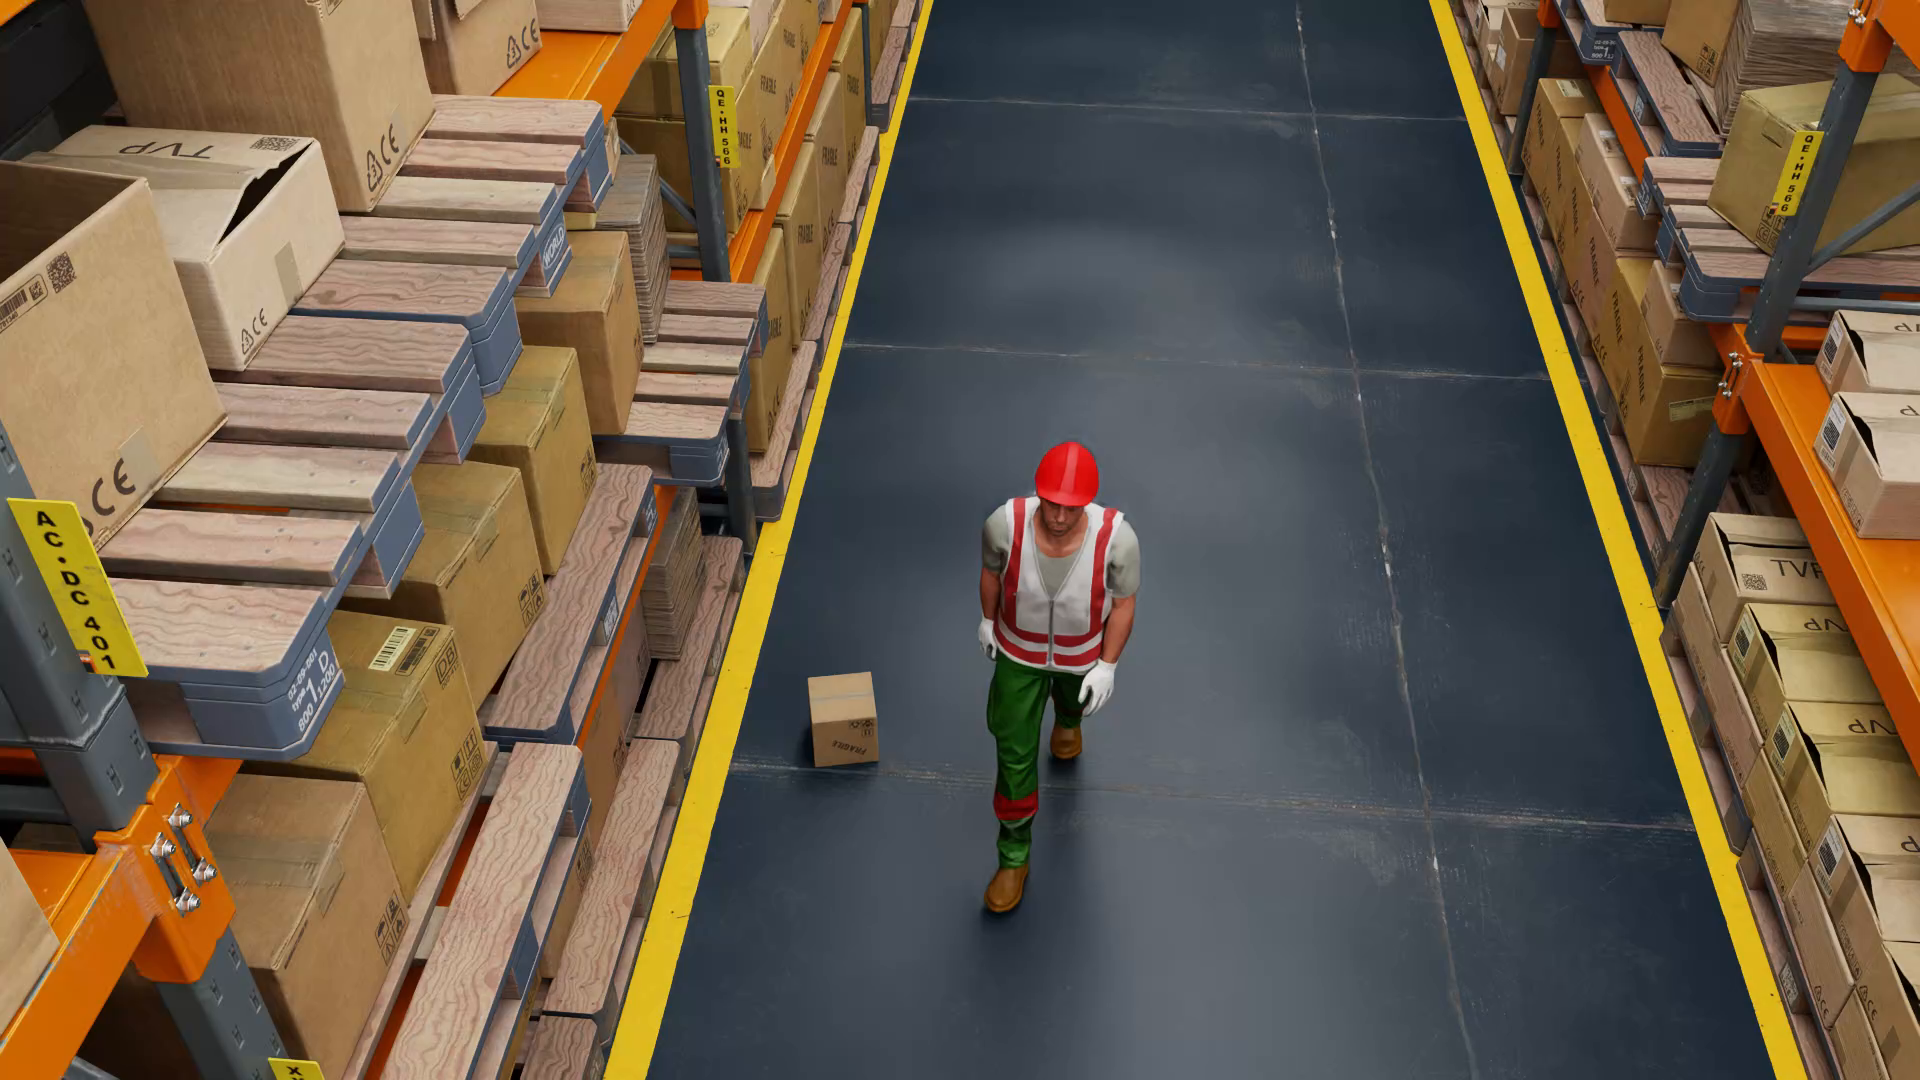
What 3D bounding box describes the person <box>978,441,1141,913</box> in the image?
[{"bbox_3d":[0.323,0.367,5.694,0.543,1.749,1.043,3,40,4],"label":"person"}]
